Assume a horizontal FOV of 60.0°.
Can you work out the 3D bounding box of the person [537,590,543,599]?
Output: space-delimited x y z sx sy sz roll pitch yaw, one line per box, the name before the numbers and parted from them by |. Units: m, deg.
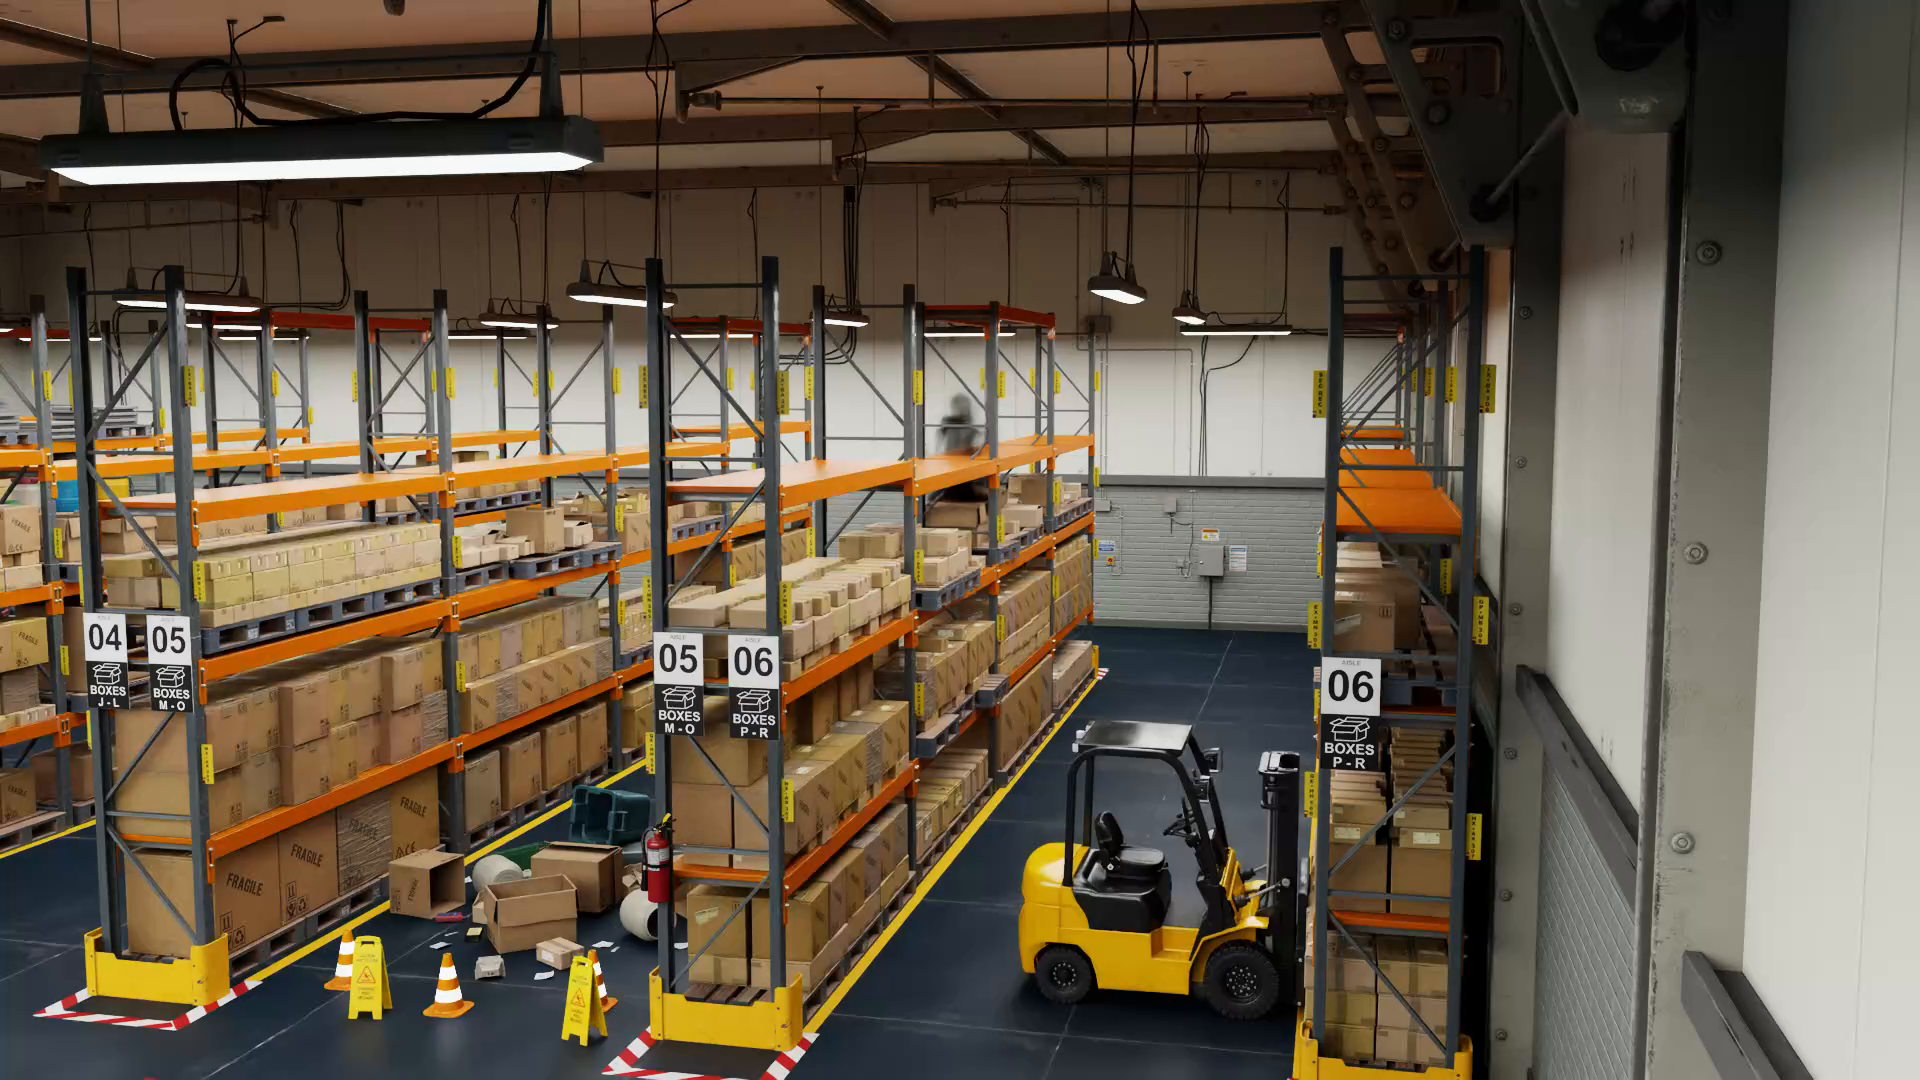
person | -6.785 1.592 27.197 0.642 1.678 0.631 1 6 5
